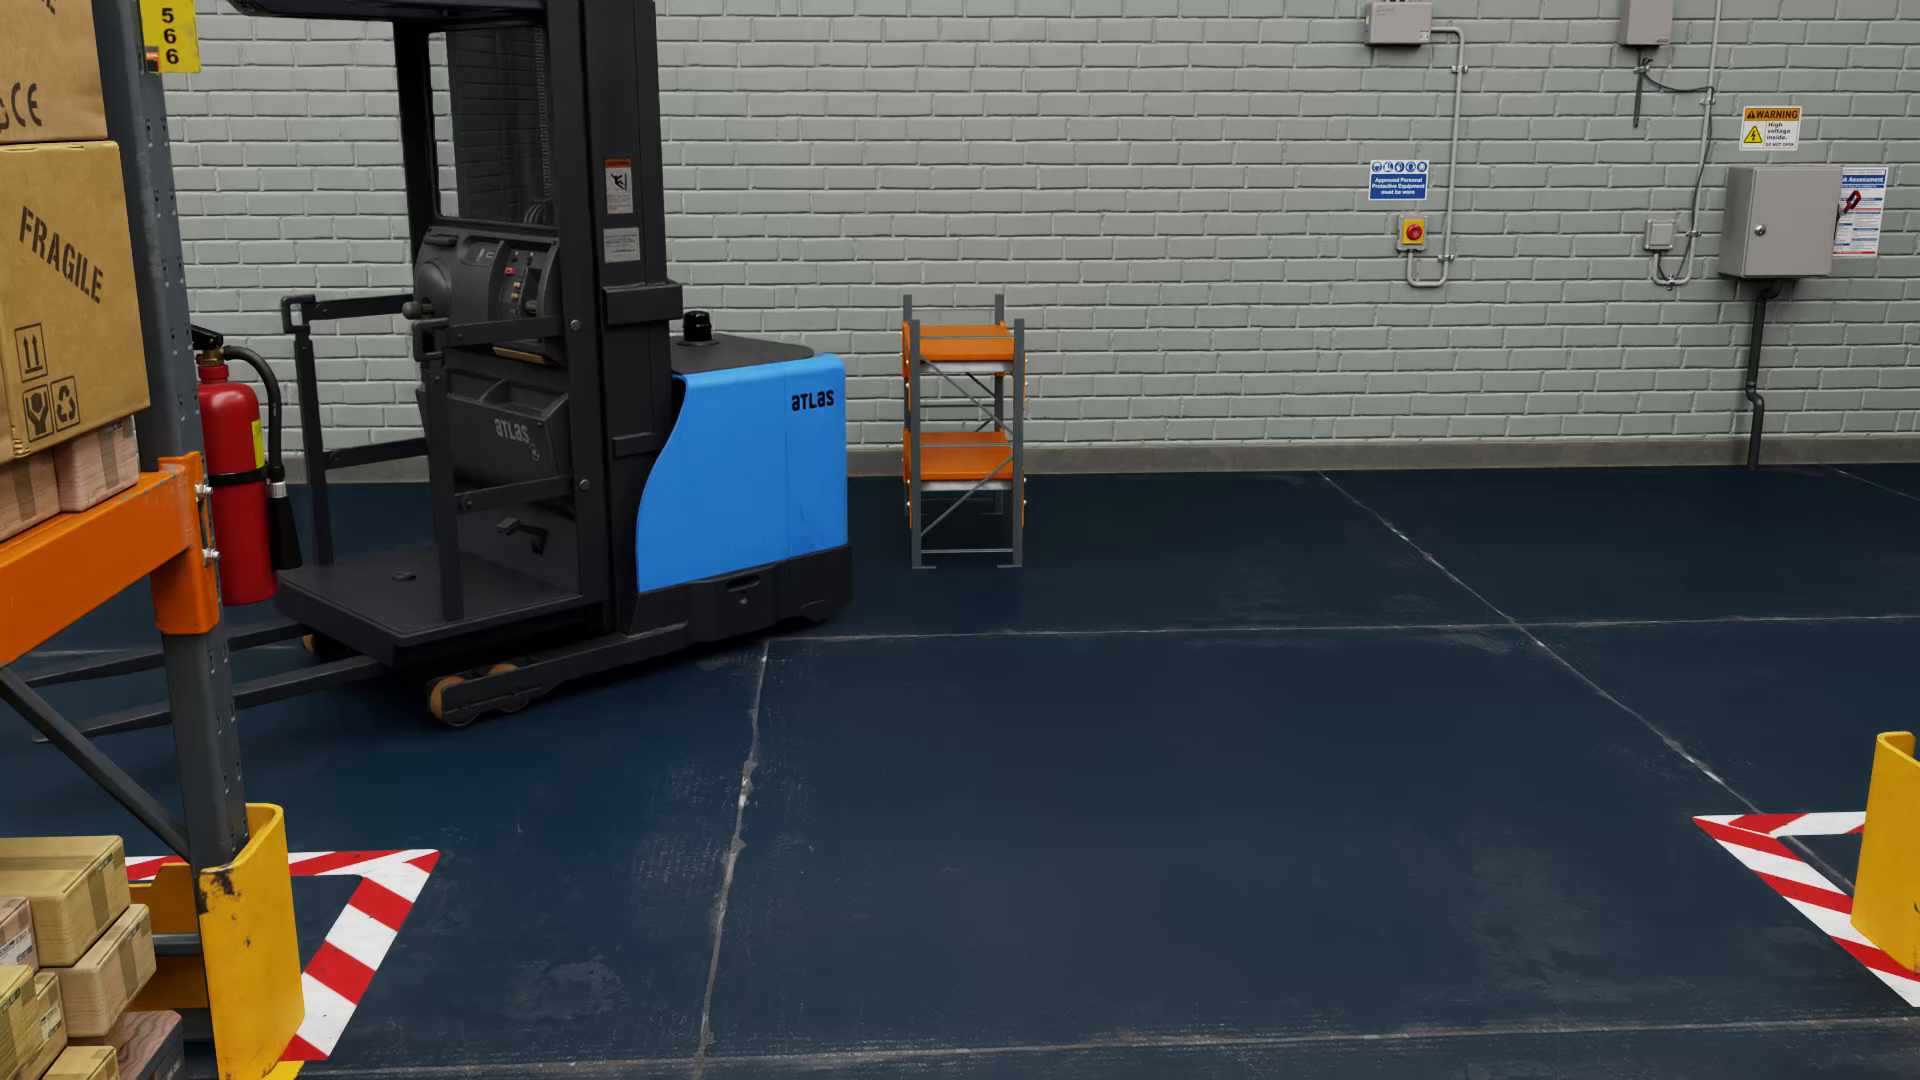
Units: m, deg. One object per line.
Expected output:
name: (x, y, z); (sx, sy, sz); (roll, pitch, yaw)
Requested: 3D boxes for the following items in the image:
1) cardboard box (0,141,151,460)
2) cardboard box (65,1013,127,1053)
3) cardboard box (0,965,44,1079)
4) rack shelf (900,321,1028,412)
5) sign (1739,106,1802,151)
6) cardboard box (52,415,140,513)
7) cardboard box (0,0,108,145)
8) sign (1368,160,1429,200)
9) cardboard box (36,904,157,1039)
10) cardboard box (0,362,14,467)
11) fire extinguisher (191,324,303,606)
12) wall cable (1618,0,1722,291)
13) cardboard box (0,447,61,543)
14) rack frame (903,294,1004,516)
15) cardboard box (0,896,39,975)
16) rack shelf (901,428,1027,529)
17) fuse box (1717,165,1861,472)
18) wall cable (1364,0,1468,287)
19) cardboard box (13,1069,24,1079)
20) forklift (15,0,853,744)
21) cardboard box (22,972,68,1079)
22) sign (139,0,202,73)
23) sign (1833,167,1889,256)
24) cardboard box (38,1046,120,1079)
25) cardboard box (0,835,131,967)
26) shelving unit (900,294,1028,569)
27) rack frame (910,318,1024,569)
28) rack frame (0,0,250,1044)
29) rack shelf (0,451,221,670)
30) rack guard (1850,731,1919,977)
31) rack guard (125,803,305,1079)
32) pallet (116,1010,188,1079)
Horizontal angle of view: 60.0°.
cardboard box: (-1.793, -0.431, 2.885); (0.500, 0.500, 0.500); (-1, 14, -2)
cardboard box: (-1.837, 0.959, 3.160); (0.380, 0.149, 0.250); (-1, 14, -2)
cardboard box: (-1.691, 0.796, 2.596); (0.380, 0.149, 0.250); (-1, 14, -5)
rack shelf: (0.000, -0.830, 7.820); (0.538, 0.278, 1.000); (-1, 14, -3)
sign: (4.522, -2.297, 9.276); (0.339, 0.242, 0.001); (-1, 14, -3)
cardboard box: (-1.775, -0.148, 3.086); (0.380, 0.149, 0.250); (-1, 14, -3)
cardboard box: (-1.801, -0.913, 2.752); (0.500, 0.500, 0.500); (-1, 14, -5)
sign: (2.432, -1.995, 9.219); (0.327, 0.218, 0.001); (-1, 14, -3)
cardboard box: (-1.760, 0.814, 3.126); (0.380, 0.149, 0.250); (-1, 14, -5)
cardboard box: (-1.766, -0.303, 2.387); (0.500, 0.500, 0.500); (-1, 14, -4)
fire extinguisher: (-1.632, -0.198, 3.680); (0.296, 0.674, 0.183); (-1, 14, -3)
wall cable: (3.899, -2.367, 9.167); (0.588, 1.984, 0.122); (-1, 14, -3)
cardboard box: (-1.797, -0.086, 2.844); (0.380, 0.149, 0.250); (-1, 14, -4)
rack frame: (-0.032, -0.673, 8.384); (0.500, 1.125, 0.032); (-1, 14, -3)
cardboard box: (-1.834, 0.734, 2.839); (0.380, 0.149, 0.250); (-1, 14, -2)
rack shelf: (0.000, -0.310, 7.954); (0.538, 0.278, 1.000); (-1, 14, -3)
fuse box: (4.590, -1.222, 9.342); (0.539, 1.711, 0.414); (-1, 14, -3)
wall cable: (2.484, -2.357, 9.066); (0.585, 1.953, 0.123); (-1, 14, -3)
cardboard box: (-1.726, 0.943, 2.624); (0.380, 0.149, 0.250); (-1, 15, -6)
forklift: (-1.843, -0.937, 5.787); (3.031, 2.935, 1.130); (-14, 20, -43)
cardboard box: (-1.798, 0.879, 2.870); (0.380, 0.149, 0.250); (-1, 14, -5)
sign: (-1.522, -1.064, 3.183); (0.100, 0.325, 0.005); (-1, 14, -3)
sign: (5.070, -1.859, 9.423); (0.329, 0.494, 0.001); (-1, 14, -3)
cardboard box: (-1.720, 1.021, 2.917); (0.380, 0.149, 0.250); (0, 14, -2)
cardboard box: (-1.792, 0.670, 3.085); (0.380, 0.149, 0.250); (-1, 14, -3)
shelving unit: (0.000, -0.546, 7.893); (0.538, 1.125, 1.048); (-1, 14, -3)
rack frame: (0.031, -0.420, 7.401); (0.500, 1.125, 0.032); (-1, 14, -3)
rack frame: (-2.078, -0.346, 3.353); (1.000, 3.000, 0.127); (-1, 14, -3)
rack shelf: (-1.954, 0.499, 1.510); (1.077, 0.370, 4.000); (-1, 14, -3)
rack guard: (2.855, 0.757, 4.082); (1.175, 0.500, 0.348); (-1, 14, -3)
rack guard: (-2.073, 0.883, 3.591); (1.175, 0.500, 0.348); (-1, 14, -3)
pallet: (-2.058, 1.225, 2.840); (1.003, 0.211, 1.213); (-1, 14, -3)
